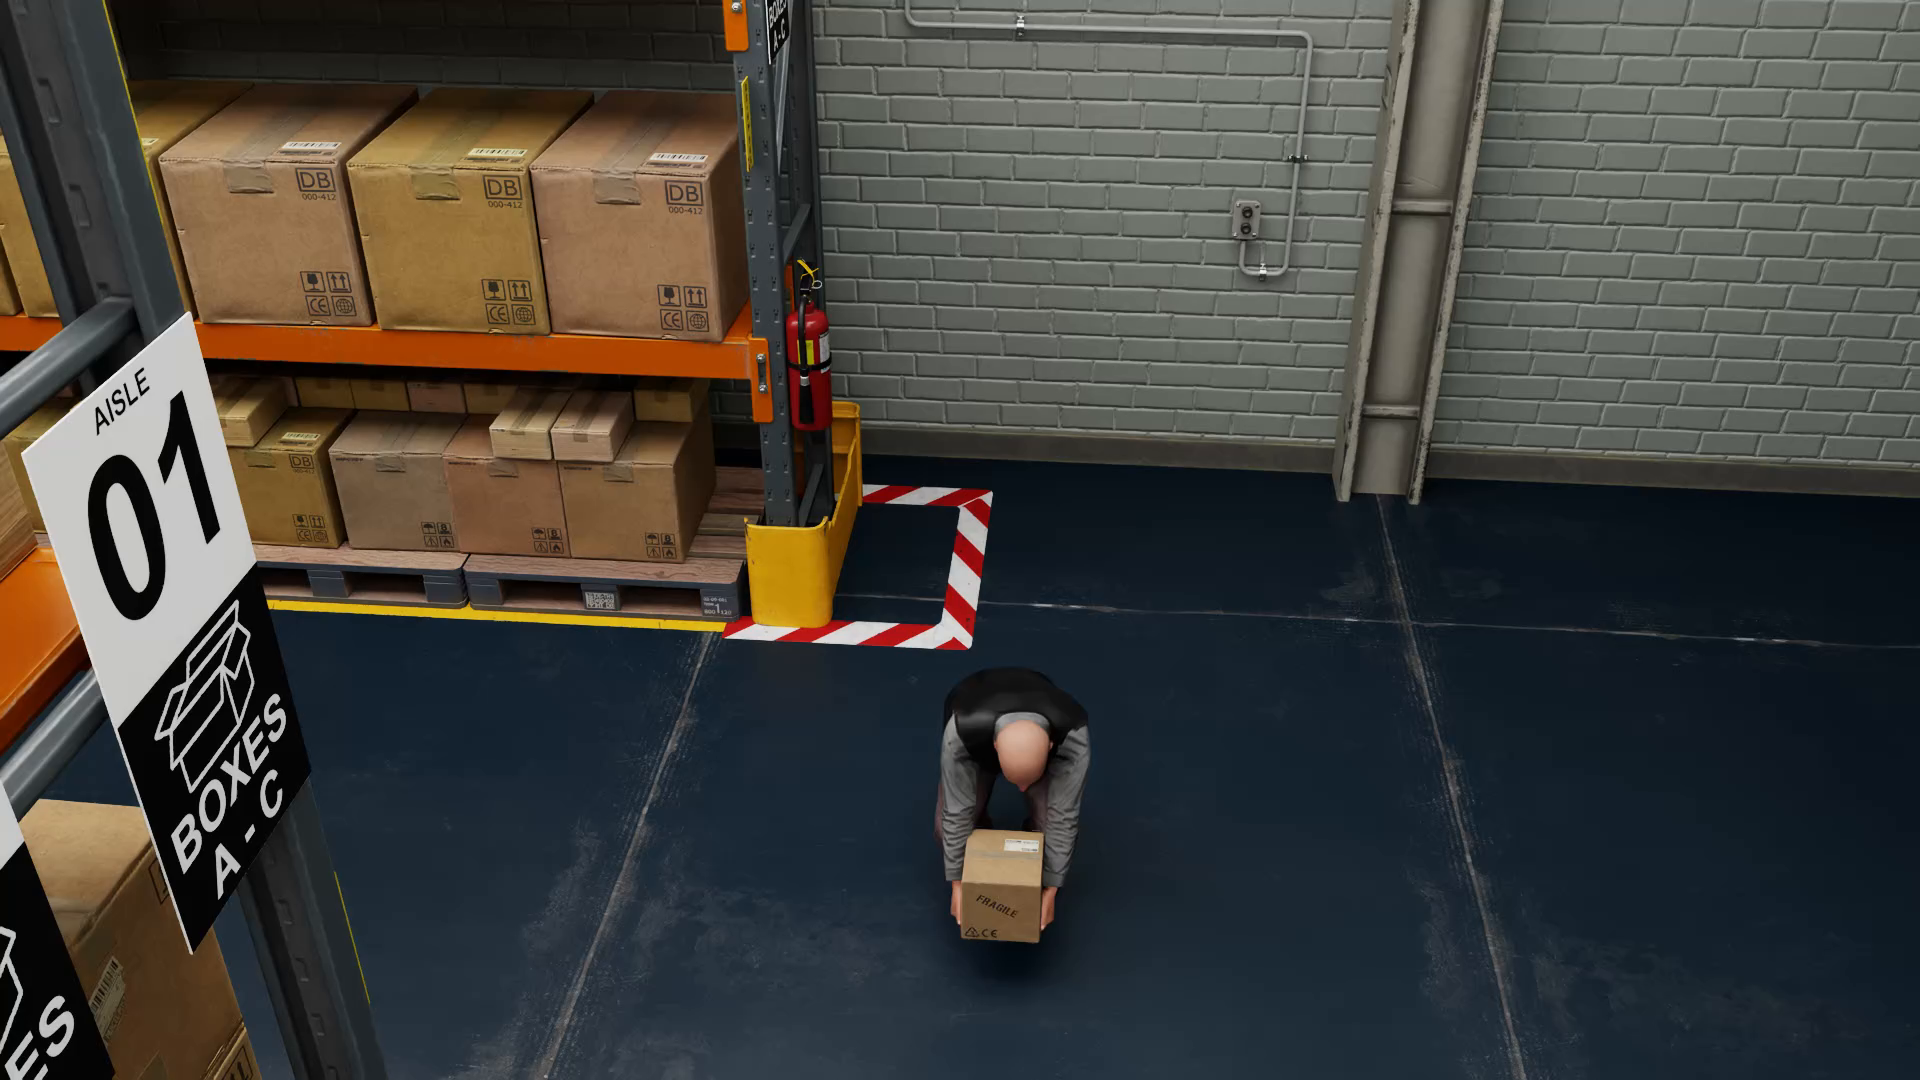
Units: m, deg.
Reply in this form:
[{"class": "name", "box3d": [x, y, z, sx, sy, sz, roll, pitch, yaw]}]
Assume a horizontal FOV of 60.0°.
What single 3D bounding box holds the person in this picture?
[{"class": "person", "box3d": [0.171, 0.814, 5.580, 0.513, 0.959, 0.877, 2, 32, 3]}]
